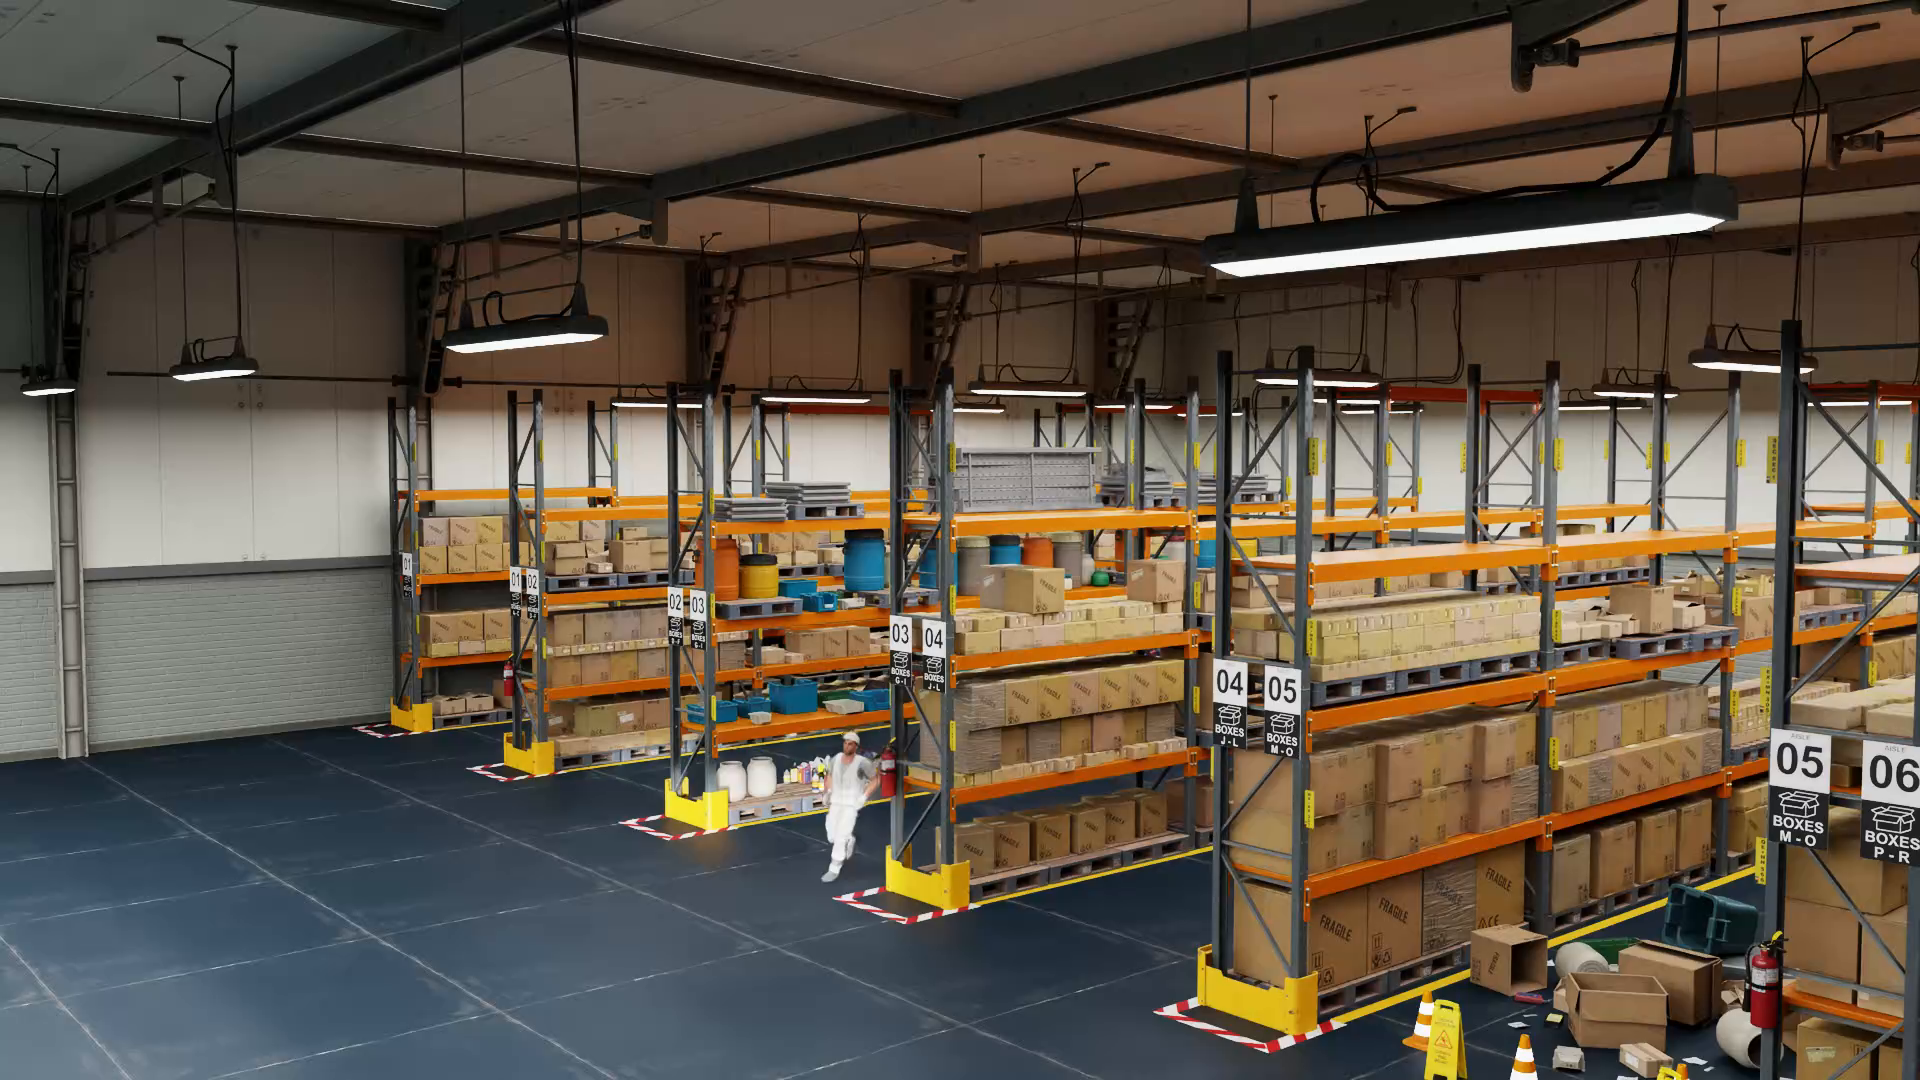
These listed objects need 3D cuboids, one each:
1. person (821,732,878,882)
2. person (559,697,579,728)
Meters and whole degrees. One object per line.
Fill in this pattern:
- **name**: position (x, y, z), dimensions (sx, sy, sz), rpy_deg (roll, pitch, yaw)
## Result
- **person**: position (-1.305, 3.152, 19.809), dimensions (0.676, 1.762, 0.727), rpy_deg (1, 4, 22)
- **person**: position (-6.707, 2.679, 28.354), dimensions (0.570, 1.654, 0.547), rpy_deg (3, 4, 39)
